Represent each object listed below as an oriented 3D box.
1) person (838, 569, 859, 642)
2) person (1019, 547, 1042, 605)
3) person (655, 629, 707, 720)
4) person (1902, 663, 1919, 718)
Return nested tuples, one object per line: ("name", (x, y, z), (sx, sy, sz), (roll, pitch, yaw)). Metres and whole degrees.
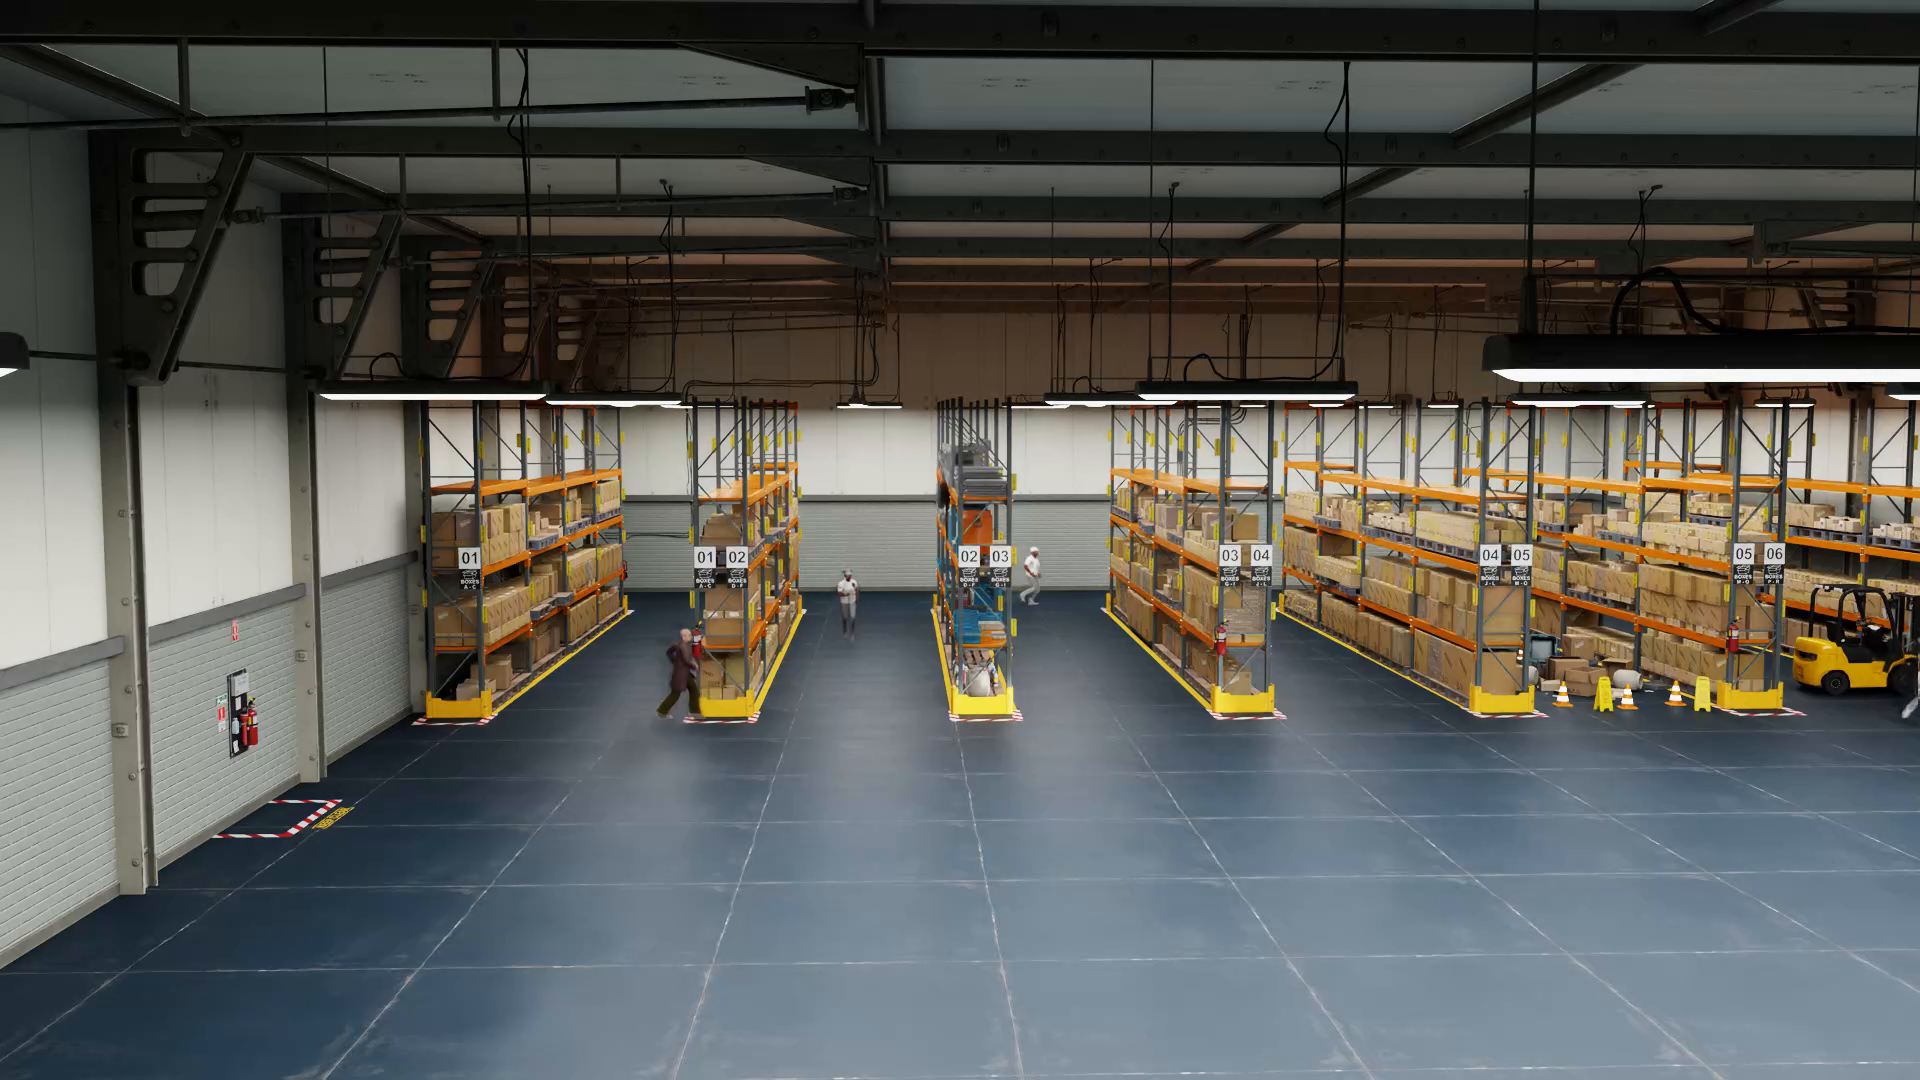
("person", (-2.706, 1.564, 40.251), (0.533, 1.731, 0.842), (-1, 4, -9))
("person", (2.102, 1.063, 49.398), (0.575, 1.718, 0.714), (1, 5, 18))
("person", (-5.139, 2.502, 30.513), (0.950, 1.757, 0.746), (-1, 4, -8))
("person", (17.801, 2.513, 30.446), (0.797, 1.726, 0.712), (0, 4, 2))
